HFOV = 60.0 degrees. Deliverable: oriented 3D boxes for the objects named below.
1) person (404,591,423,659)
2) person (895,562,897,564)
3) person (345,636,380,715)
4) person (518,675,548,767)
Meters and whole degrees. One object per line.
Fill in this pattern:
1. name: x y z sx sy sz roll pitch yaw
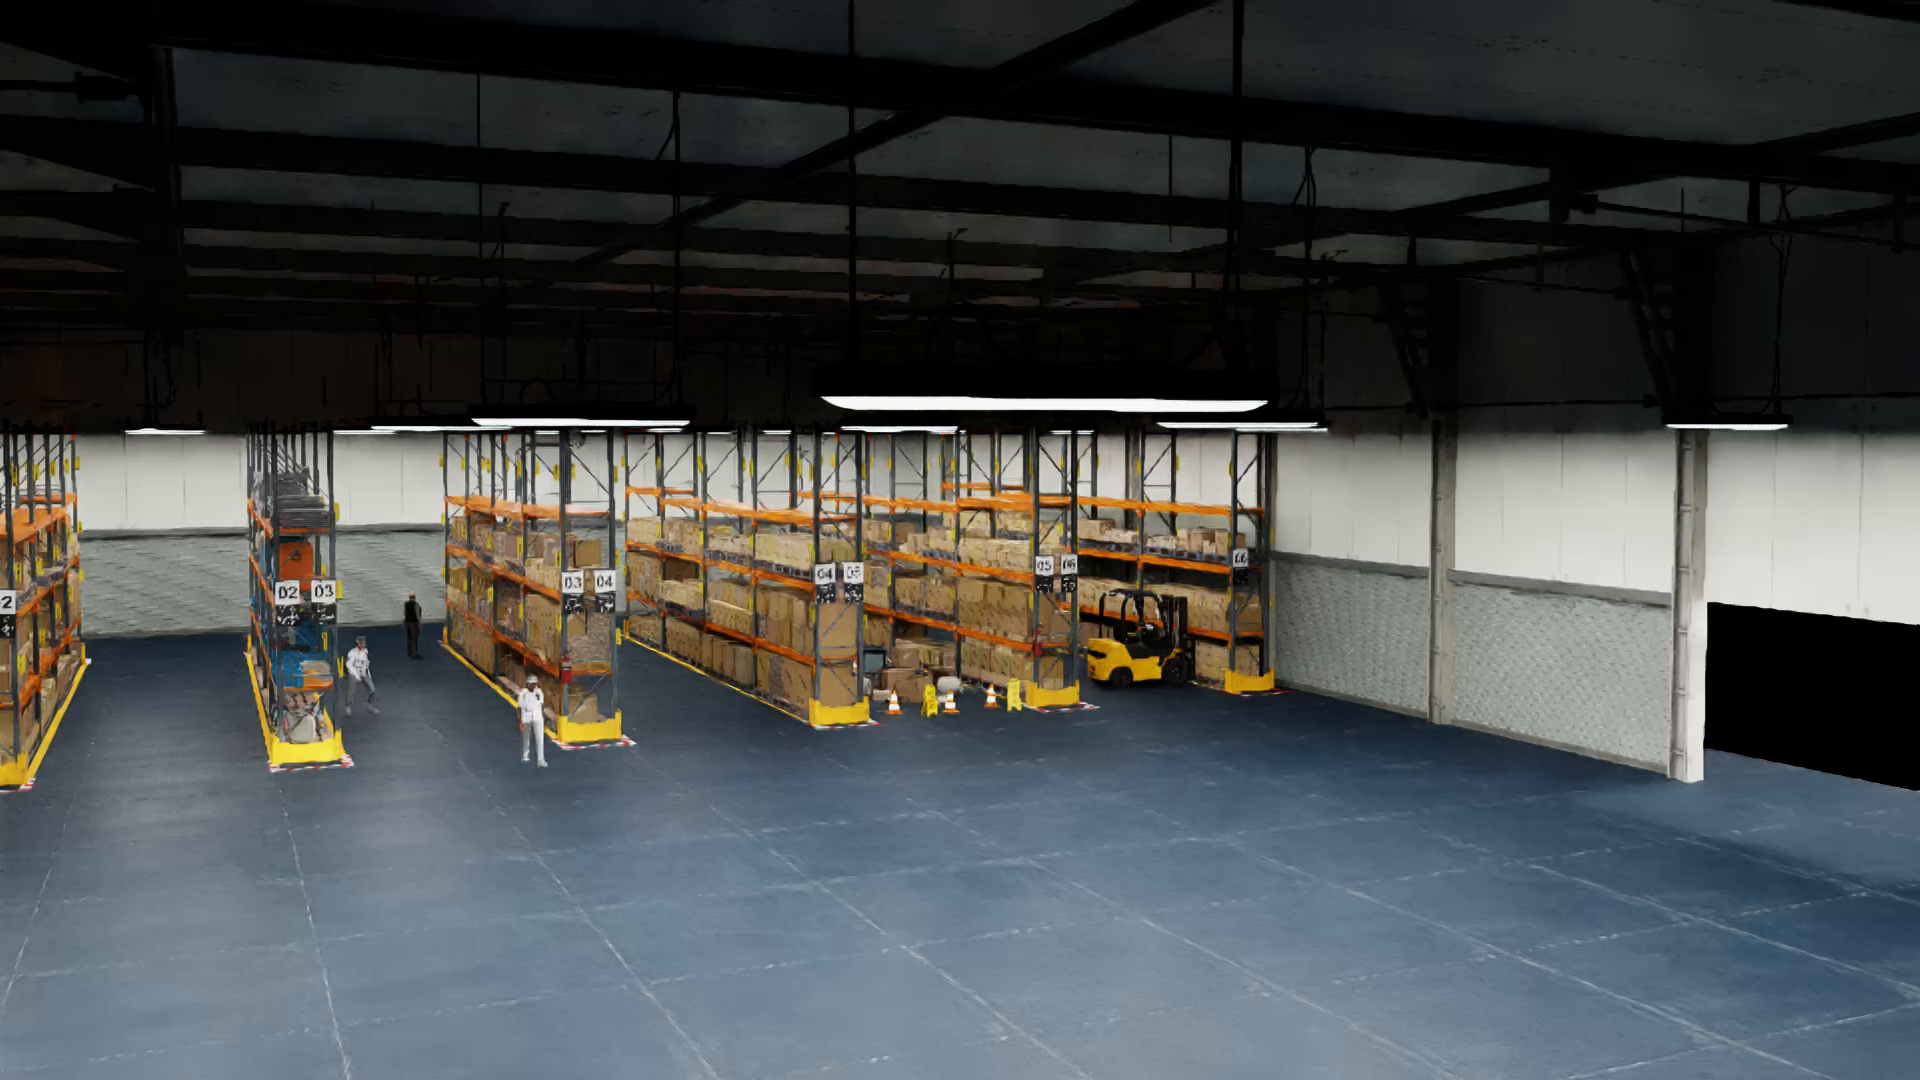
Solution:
1. person: -14.050 2.172 42.814 0.584 1.727 0.450 2 4 35
2. person: -1.975 1.520 53.031 0.714 1.760 0.465 3 4 37
3. person: -12.325 2.772 34.098 0.701 1.633 0.605 3 5 43
4. person: -7.436 3.107 28.837 0.456 1.589 1.088 -1 4 -22
